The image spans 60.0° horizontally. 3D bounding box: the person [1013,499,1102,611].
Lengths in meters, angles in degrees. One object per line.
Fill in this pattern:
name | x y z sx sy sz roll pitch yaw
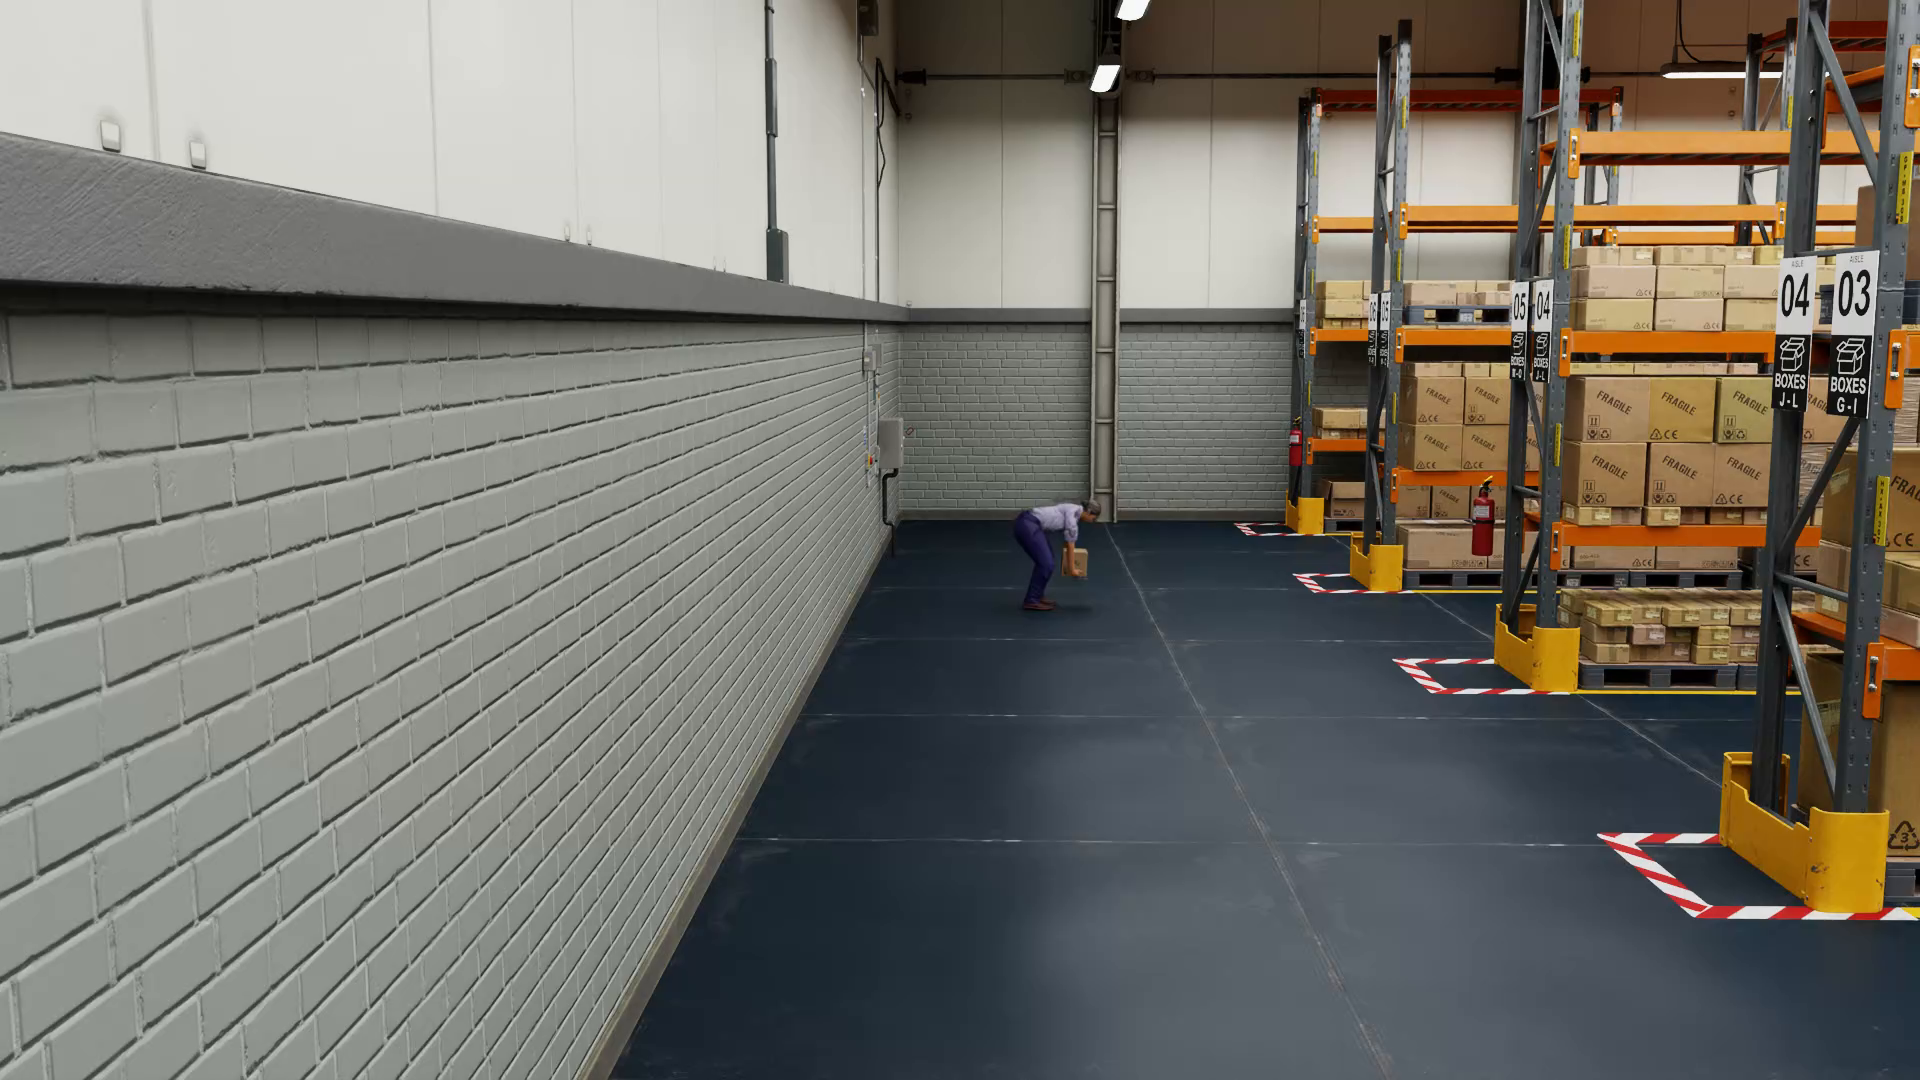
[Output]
person | 0.985 0.144 16.862 0.898 1.105 0.459 0 7 -1
